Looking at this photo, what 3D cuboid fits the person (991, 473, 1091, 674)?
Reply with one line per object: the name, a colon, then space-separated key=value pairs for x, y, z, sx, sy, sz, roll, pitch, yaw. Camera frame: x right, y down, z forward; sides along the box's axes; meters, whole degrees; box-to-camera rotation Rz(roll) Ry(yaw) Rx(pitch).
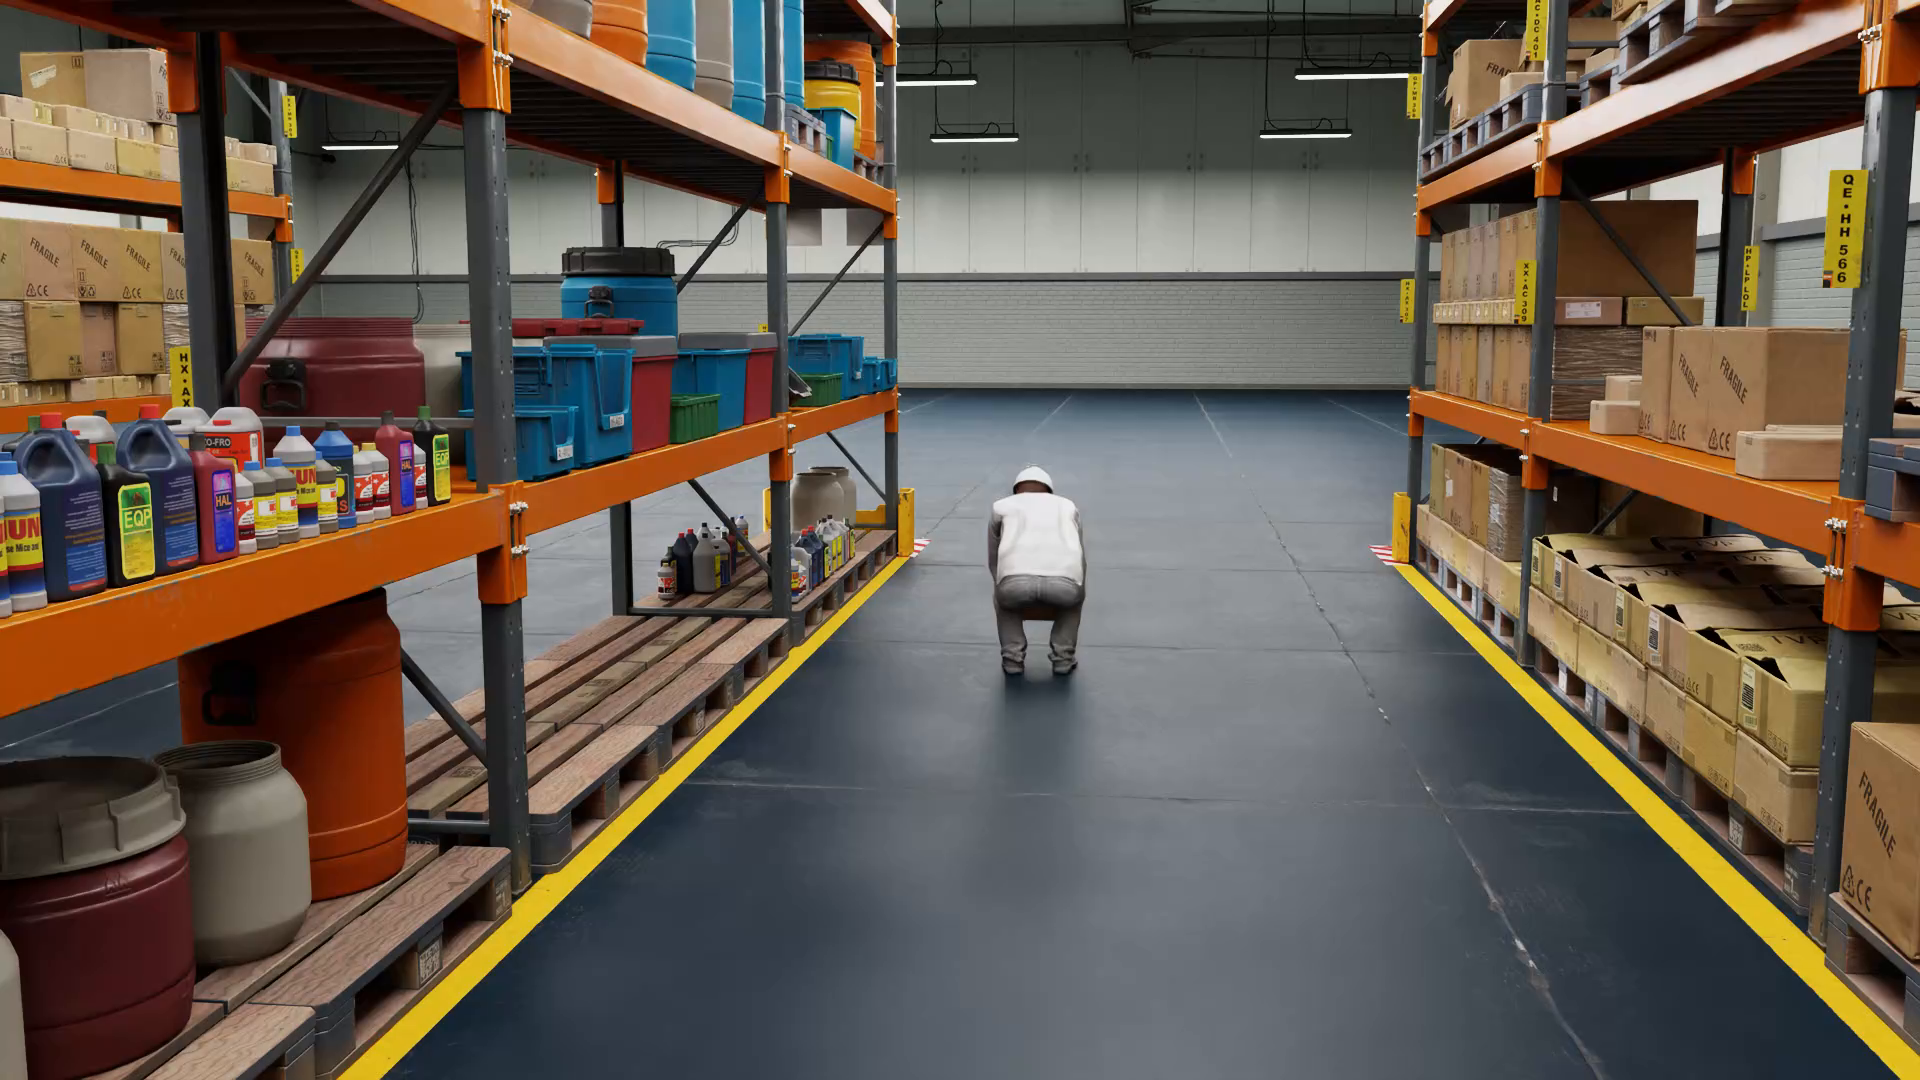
person: x=0.422 y=0.173 z=8.839 sx=0.533 sy=1.009 sz=0.861 roll=1 pitch=8 yaw=6
